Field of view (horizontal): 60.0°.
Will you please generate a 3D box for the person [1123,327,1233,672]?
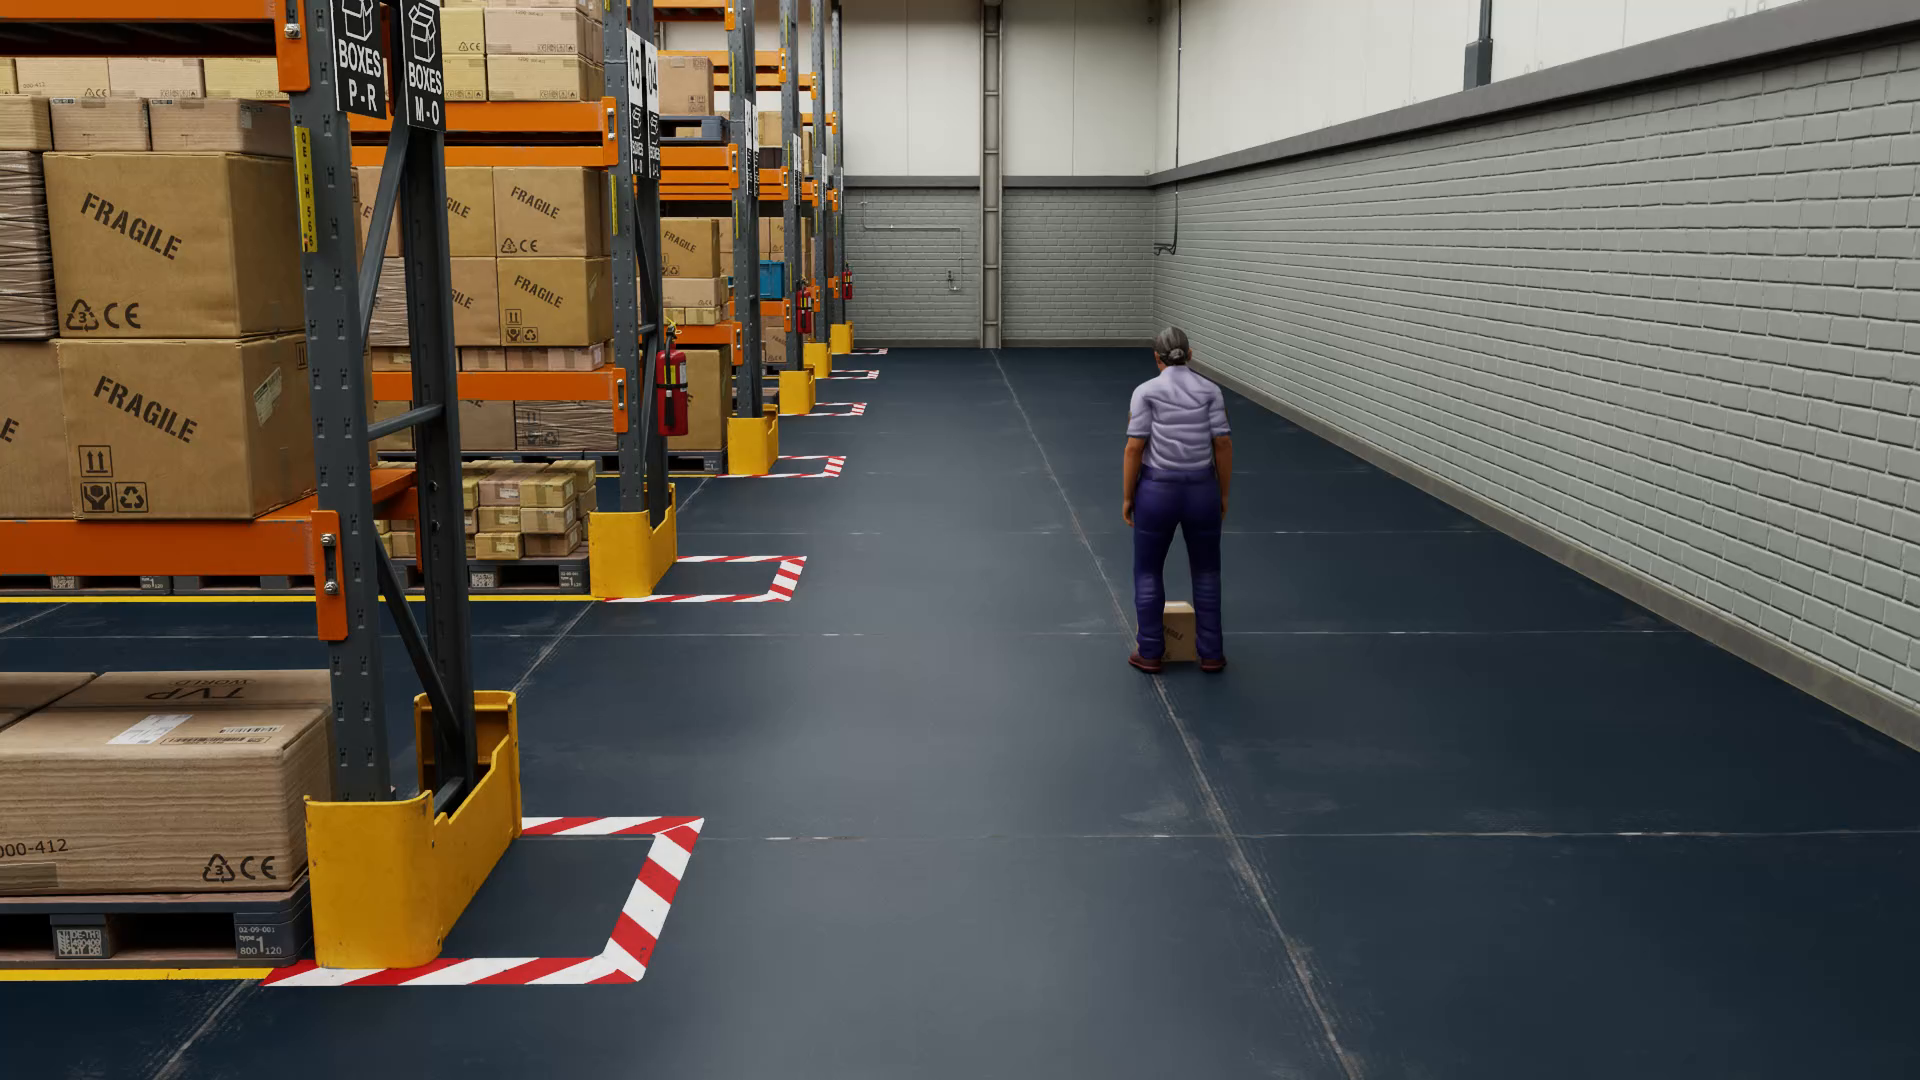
[{"bbox_3d":[1.046,-0.187,7.953,0.553,1.650,0.374,-1,11,-4],"label":"person"}]
